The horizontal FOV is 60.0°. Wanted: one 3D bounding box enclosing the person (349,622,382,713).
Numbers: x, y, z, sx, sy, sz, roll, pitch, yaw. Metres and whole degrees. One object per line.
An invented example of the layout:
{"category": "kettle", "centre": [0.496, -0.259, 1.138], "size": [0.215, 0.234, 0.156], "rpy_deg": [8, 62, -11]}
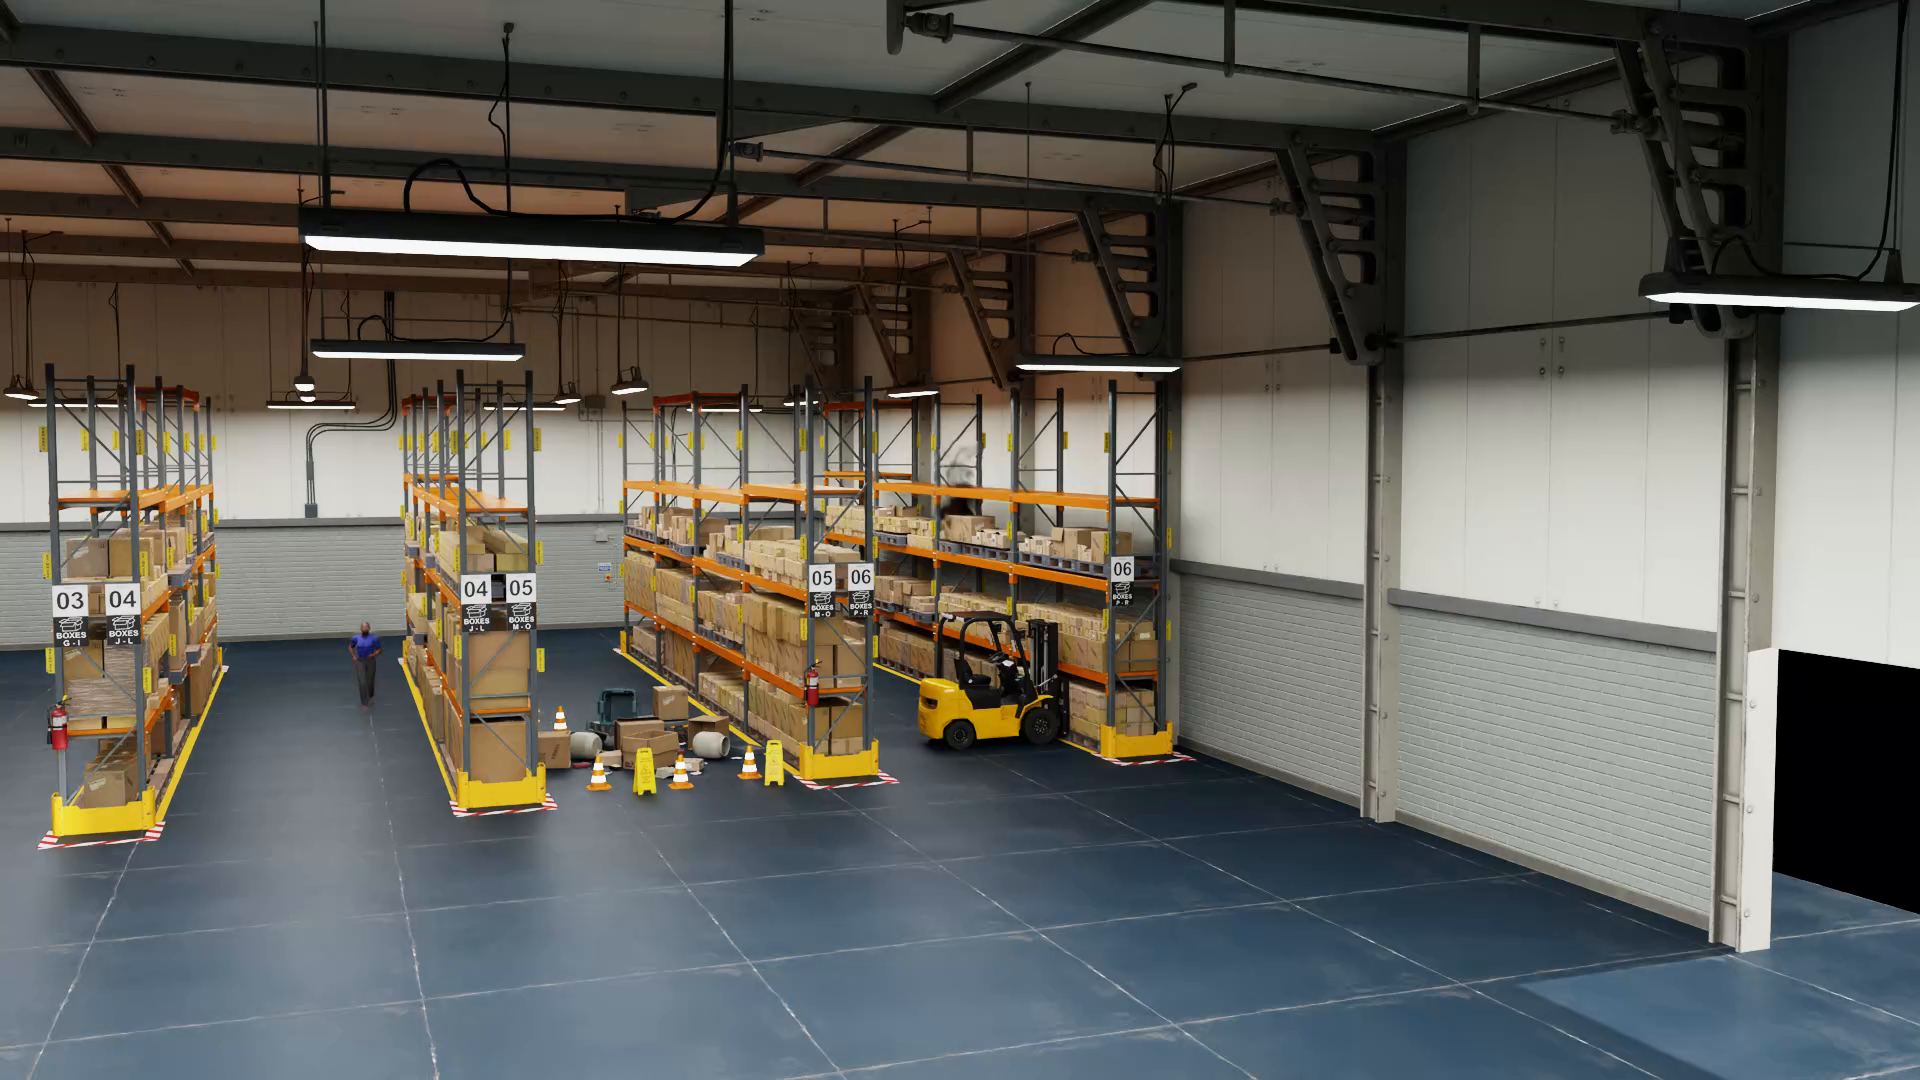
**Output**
{"category": "person", "centre": [-11.131, 2.358, 31.162], "size": [0.584, 1.674, 0.796], "rpy_deg": [-1, 4, -20]}
